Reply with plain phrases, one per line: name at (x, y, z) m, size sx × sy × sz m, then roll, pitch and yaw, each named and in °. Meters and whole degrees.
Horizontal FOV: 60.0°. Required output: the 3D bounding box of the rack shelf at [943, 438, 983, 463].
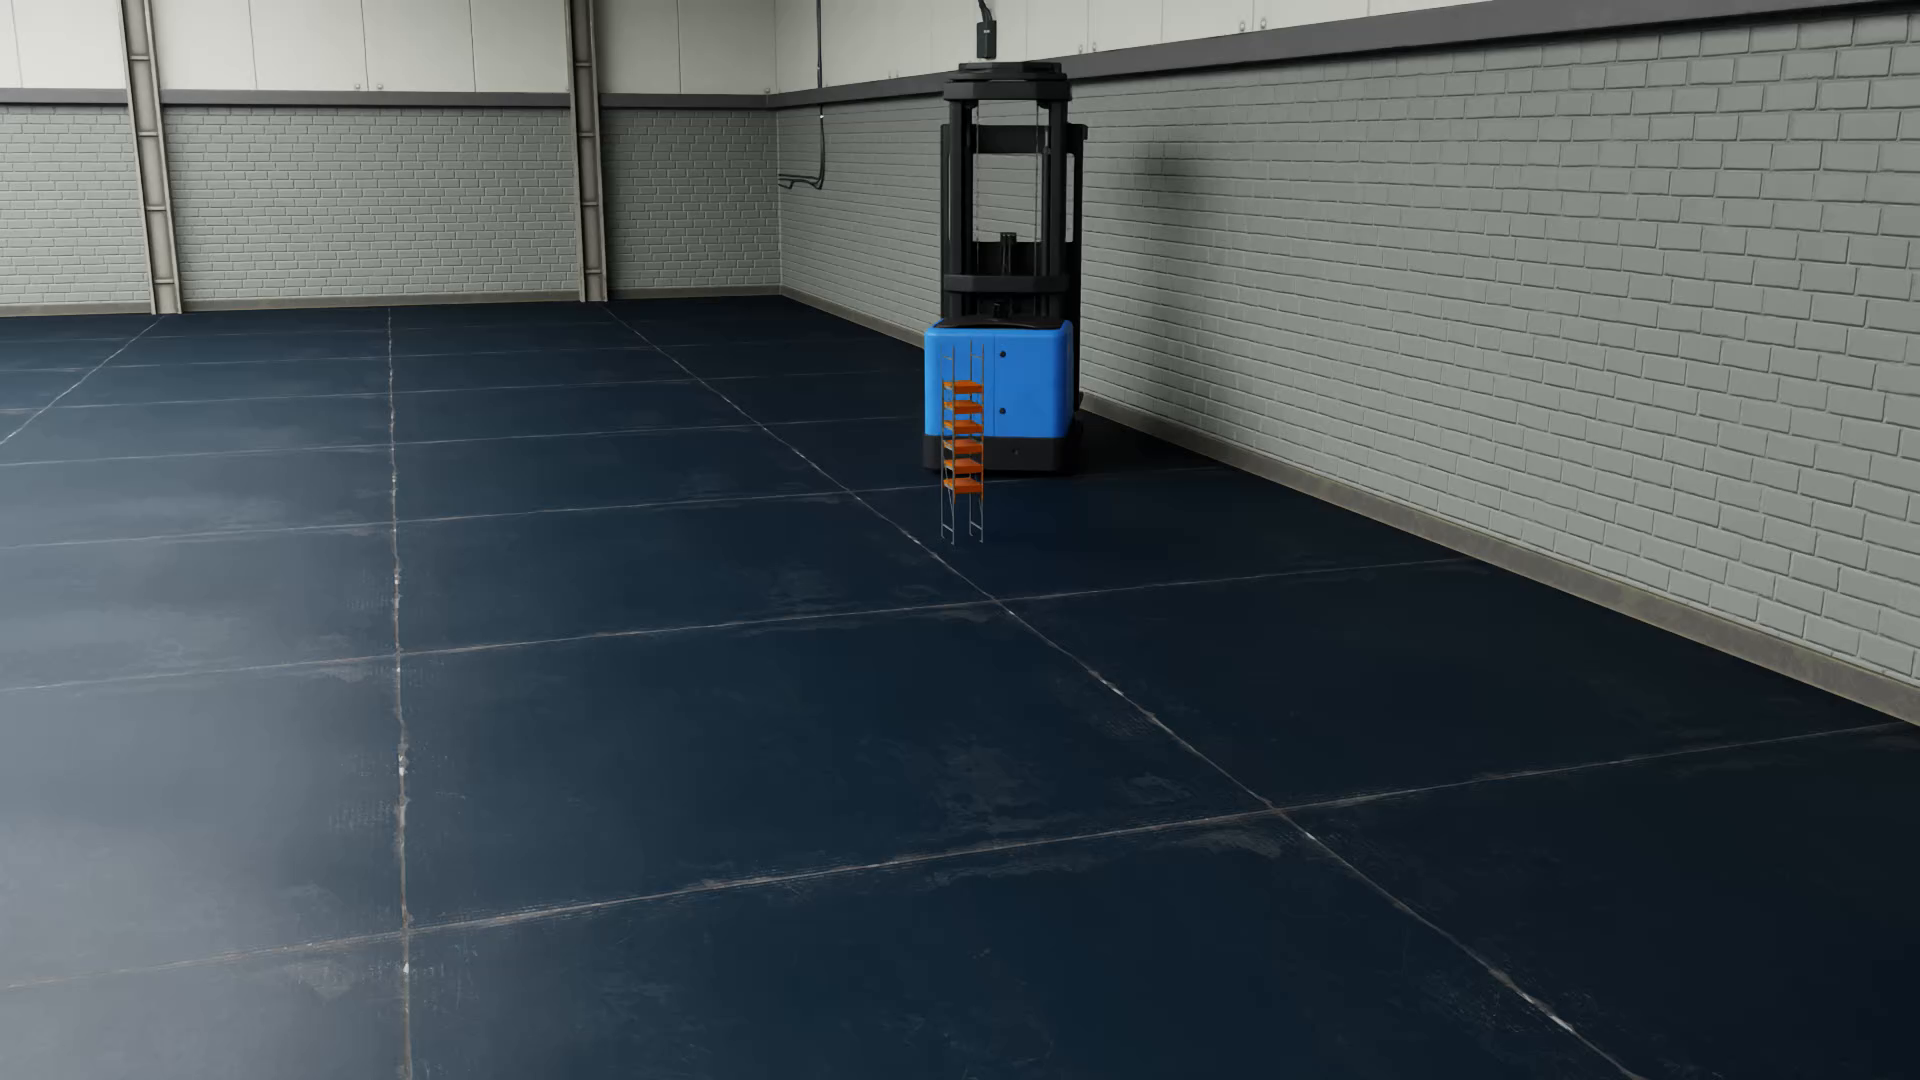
rack shelf at (0.014, -0.542, 10.019) m, size 0.180 × 0.103 × 0.258 m, roll -4°, pitch 14°, yaw -18°

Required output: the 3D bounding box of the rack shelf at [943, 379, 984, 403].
rack shelf at (0.014, -0.892, 9.935) m, size 0.180 × 0.103 × 0.258 m, roll -4°, pitch 14°, yaw -18°

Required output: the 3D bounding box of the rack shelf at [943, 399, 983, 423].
rack shelf at (0.014, -0.775, 9.963) m, size 0.180 × 0.103 × 0.258 m, roll -4°, pitch 14°, yaw -18°

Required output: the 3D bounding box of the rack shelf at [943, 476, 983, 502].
rack shelf at (0.014, -0.308, 10.074) m, size 0.180 × 0.103 × 0.258 m, roll -4°, pitch 14°, yaw -18°

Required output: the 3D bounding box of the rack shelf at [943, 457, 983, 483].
rack shelf at (0.014, -0.425, 10.046) m, size 0.180 × 0.103 × 0.258 m, roll -4°, pitch 14°, yaw -18°

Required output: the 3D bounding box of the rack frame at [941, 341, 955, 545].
rack frame at (-0.073, -0.578, 9.980) m, size 0.006 × 1.200 × 0.240 m, roll -4°, pitch 14°, yaw -18°

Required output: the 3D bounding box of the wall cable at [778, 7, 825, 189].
wall cable at (-2.443, -6.491, 24.697) m, size 0.112 × 2.526 × 3.097 m, roll -4°, pitch 14°, yaw -18°

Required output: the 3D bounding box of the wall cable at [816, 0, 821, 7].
wall cable at (-1.581, -8.355, 21.618) m, size 0.112 × 2.526 × 3.097 m, roll -4°, pitch 14°, yaw -18°

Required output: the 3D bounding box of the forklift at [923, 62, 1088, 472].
forklift at (0.423, -2.206, 13.083) m, size 1.130 × 2.935 × 3.031 m, roll 2°, pitch 13°, yaw 7°

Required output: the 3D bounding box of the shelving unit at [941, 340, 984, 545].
shelving unit at (0.014, -0.585, 10.008) m, size 0.189 × 1.200 × 0.258 m, roll -4°, pitch 14°, yaw -18°

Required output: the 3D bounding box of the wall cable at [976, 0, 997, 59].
wall cable at (0.569, -7.573, 15.186) m, size 0.169 × 6.003 × 2.305 m, roll -4°, pitch 14°, yaw -18°

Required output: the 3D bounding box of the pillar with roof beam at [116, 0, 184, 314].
pillar with roof beam at (-9.971, -6.688, 18.812) m, size 0.400 × 9.000 × 9.100 m, roll -4°, pitch 14°, yaw -18°

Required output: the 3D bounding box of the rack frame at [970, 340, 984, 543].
rack frame at (0.100, -0.592, 10.037) m, size 0.006 × 1.200 × 0.240 m, roll -4°, pitch 14°, yaw -18°

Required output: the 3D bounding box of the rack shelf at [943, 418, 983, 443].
rack shelf at (0.014, -0.658, 9.991) m, size 0.180 × 0.103 × 0.258 m, roll -4°, pitch 14°, yaw -18°

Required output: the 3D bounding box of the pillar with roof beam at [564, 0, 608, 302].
pillar with roof beam at (-4.284, -7.130, 20.674) m, size 0.400 × 9.000 × 9.100 m, roll -4°, pitch 14°, yaw -18°
